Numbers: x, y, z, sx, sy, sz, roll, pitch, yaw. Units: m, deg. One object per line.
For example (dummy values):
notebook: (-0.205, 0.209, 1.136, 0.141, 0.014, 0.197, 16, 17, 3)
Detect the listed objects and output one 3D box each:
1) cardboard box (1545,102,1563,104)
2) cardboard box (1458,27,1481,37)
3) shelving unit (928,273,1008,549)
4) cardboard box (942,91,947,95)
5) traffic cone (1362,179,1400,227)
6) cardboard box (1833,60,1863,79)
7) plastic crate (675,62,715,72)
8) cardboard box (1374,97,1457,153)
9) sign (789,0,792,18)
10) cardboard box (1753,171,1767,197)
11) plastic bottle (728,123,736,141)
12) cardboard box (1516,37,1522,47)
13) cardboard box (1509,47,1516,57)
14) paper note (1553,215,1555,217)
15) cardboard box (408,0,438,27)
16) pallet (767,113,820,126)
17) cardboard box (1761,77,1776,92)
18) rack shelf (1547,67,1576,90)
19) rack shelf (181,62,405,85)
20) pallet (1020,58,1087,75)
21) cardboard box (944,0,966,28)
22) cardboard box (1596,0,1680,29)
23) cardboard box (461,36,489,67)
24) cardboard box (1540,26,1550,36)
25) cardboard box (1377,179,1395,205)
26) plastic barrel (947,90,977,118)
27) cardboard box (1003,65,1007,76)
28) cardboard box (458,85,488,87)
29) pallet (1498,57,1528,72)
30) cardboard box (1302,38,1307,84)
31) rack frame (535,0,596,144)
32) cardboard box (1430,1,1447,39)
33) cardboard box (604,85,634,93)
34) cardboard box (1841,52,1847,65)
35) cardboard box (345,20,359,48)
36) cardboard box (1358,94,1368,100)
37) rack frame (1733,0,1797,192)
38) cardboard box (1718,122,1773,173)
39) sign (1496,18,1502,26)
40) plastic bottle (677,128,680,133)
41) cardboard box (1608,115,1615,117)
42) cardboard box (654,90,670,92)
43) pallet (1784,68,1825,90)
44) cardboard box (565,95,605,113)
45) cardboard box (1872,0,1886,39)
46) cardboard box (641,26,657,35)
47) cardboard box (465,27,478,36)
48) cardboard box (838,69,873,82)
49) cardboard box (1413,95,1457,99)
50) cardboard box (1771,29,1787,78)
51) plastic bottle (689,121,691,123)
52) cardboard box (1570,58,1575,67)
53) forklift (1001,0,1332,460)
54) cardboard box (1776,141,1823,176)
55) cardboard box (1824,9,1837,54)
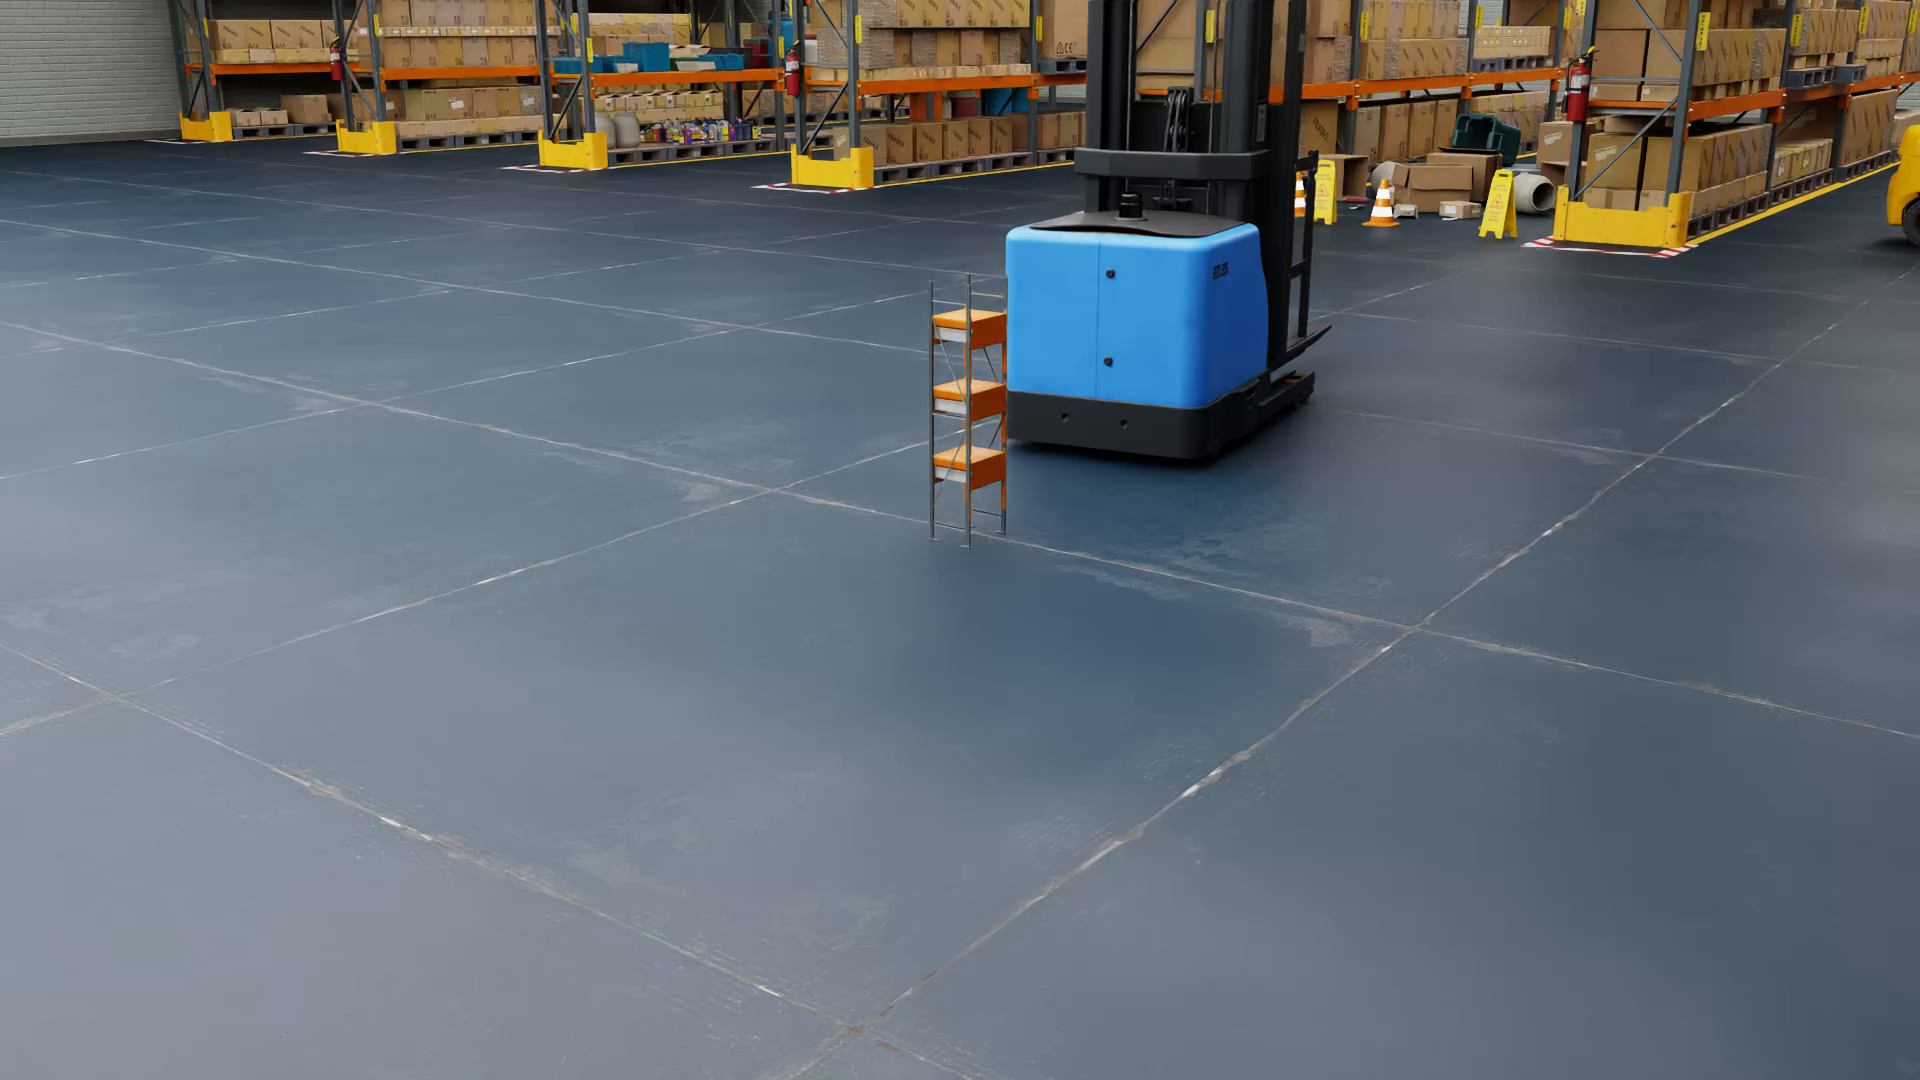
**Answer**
cardboard box: (10.597, -7.727, 29.664, 0.380, 0.149, 0.250, 13, 22, 37)
cardboard box: (7.424, -7.467, 24.443, 0.380, 0.149, 0.250, 12, 21, 35)
shelving unit: (0.032, -0.514, 6.629, 0.215, 1.050, 0.252, 12, 21, 35)
cardboard box: (-0.246, -10.426, 38.733, 0.500, 0.500, 0.500, 12, 21, 35)
traffic cone: (4.386, -3.503, 17.245, 0.336, 0.463, 0.334, 12, 21, 35)
cardboard box: (11.520, -6.175, 21.824, 0.500, 0.250, 0.500, 12, 21, 34)
plastic crate: (-4.058, -7.291, 25.609, 0.530, 0.136, 0.437, 12, 21, 35)
cardboard box: (6.555, -6.022, 24.165, 1.050, 0.750, 0.750, 12, 21, 34)
sign: (-2.133, -6.827, 21.186, 0.100, 0.325, 0.005, 12, 21, 35)
cardboard box: (8.506, -3.921, 18.241, 0.500, 0.250, 0.500, 14, 22, 37)
plastic bottle: (-3.624, -6.465, 26.343, 0.061, 0.283, 0.133, 14, 22, 38)
cardboard box: (8.513, -7.757, 25.877, 0.380, 0.149, 0.250, 13, 21, 35)
cardboard box: (8.364, -7.555, 25.729, 0.380, 0.149, 0.250, 12, 21, 33)
paper note: (6.486, -3.507, 17.985, 0.142, 0.019, 0.148, 5, 18, 16)
cardboard box: (-9.024, -8.687, 27.304, 0.700, 0.500, 0.500, 12, 21, 33)
pallet: (-3.684, -8.806, 34.745, 1.003, 0.211, 1.213, 12, 21, 35)
cardboard box: (8.553, -4.911, 17.924, 0.380, 0.149, 0.250, 13, 21, 36)
rack shelf: (10.565, -8.111, 29.018, 1.077, 0.370, 4.000, 12, 21, 35)
rack shelf: (-12.442, -8.779, 31.170, 1.077, 0.370, 4.000, 12, 21, 35)
pallet: (1.256, -7.038, 24.673, 1.003, 0.211, 1.213, 12, 21, 35)
cardboard box: (-0.259, -7.128, 22.283, 0.500, 0.500, 0.500, 12, 21, 35)
cardboard box: (6.388, -5.097, 15.743, 0.700, 0.500, 0.500, 12, 21, 33)
cardboard box: (-8.444, -8.298, 28.238, 0.700, 0.500, 0.500, 13, 22, 36)
cardboard box: (9.291, -8.213, 26.845, 0.380, 0.149, 0.250, 14, 22, 37)
cardboard box: (5.062, -4.032, 19.280, 0.258, 0.266, 0.396, -16, 23, -41)
plastic barrel: (0.040, -8.239, 31.574, 0.600, 0.588, 0.708, 12, 21, 35)
cardboard box: (0.438, -6.643, 23.502, 0.380, 0.149, 0.250, 12, 21, 35)
cardboard box: (-8.393, -7.677, 29.071, 0.500, 0.500, 0.500, 12, 21, 35)
pallet: (8.137, -7.413, 25.879, 1.003, 0.211, 1.213, 12, 21, 35)
cardboard box: (3.671, -5.812, 20.147, 0.875, 0.550, 0.550, 12, 21, 35)
rack frame: (-5.677, -6.896, 23.892, 1.000, 3.000, 0.127, 12, 21, 35)
cardboard box: (6.415, -7.325, 23.419, 0.700, 0.500, 0.500, 12, 21, 34)
cardboard box: (-7.796, -10.085, 37.079, 0.750, 0.750, 0.750, 12, 21, 34)
cardboard box: (10.804, -5.991, 20.694, 0.380, 0.149, 0.250, 12, 21, 34)
cardboard box: (-11.576, -9.608, 31.580, 0.500, 0.500, 0.500, 12, 21, 34)
cardboard box: (7.517, -8.851, 33.061, 0.875, 0.875, 0.875, 12, 21, 35)
rack frame: (8.643, -5.222, 18.502, 1.000, 3.000, 0.127, 12, 21, 35)
cardboard box: (8.506, -4.279, 18.130, 0.500, 0.500, 0.500, 12, 21, 34)
sign: (8.933, -8.486, 27.552, 0.100, 0.325, 0.005, 12, 21, 35)
plastic bottle: (-4.462, -6.402, 26.278, 0.097, 0.201, 0.097, 0, 17, 0)
cardboard box: (11.672, -7.736, 30.194, 0.380, 0.149, 0.250, 12, 21, 33)
cardboard box: (-5.740, -8.633, 32.469, 0.500, 0.311, 0.500, 12, 21, 33)
pallet: (9.215, -5.287, 19.034, 1.003, 0.211, 1.213, 12, 21, 35)
cardboard box: (-6.823, -7.934, 30.219, 0.500, 0.311, 0.500, 13, 21, 35)
cardboard box: (12.125, -7.015, 22.420, 0.500, 0.500, 0.500, 13, 22, 36)
cardboard box: (-7.158, -11.308, 37.396, 0.500, 0.500, 0.500, 12, 21, 35)
cardboard box: (-8.330, -8.551, 27.959, 0.380, 0.149, 0.250, 13, 21, 35)
cardboard box: (-1.338, -5.926, 21.193, 0.380, 0.149, 0.250, 12, 21, 35)
cardboard box: (7.187, -6.600, 25.180, 0.500, 0.250, 0.500, 12, 21, 33)
cardboard box: (8.578, -5.262, 17.961, 0.500, 0.500, 0.500, 12, 21, 33)
plastic bottle: (-4.352, -6.566, 26.666, 0.061, 0.283, 0.133, 14, 22, 37)
cardboard box: (10.183, -8.079, 28.125, 0.380, 0.149, 0.250, 11, 21, 32)
forklift: (1.316, -2.165, 8.774, 1.130, 2.935, 3.031, 8, 19, 25)
cardboard box: (10.248, -4.810, 20.899, 0.950, 0.372, 0.625, 12, 21, 34)
cardboard box: (10.053, -6.032, 19.733, 0.500, 0.500, 0.500, 11, 21, 32)
